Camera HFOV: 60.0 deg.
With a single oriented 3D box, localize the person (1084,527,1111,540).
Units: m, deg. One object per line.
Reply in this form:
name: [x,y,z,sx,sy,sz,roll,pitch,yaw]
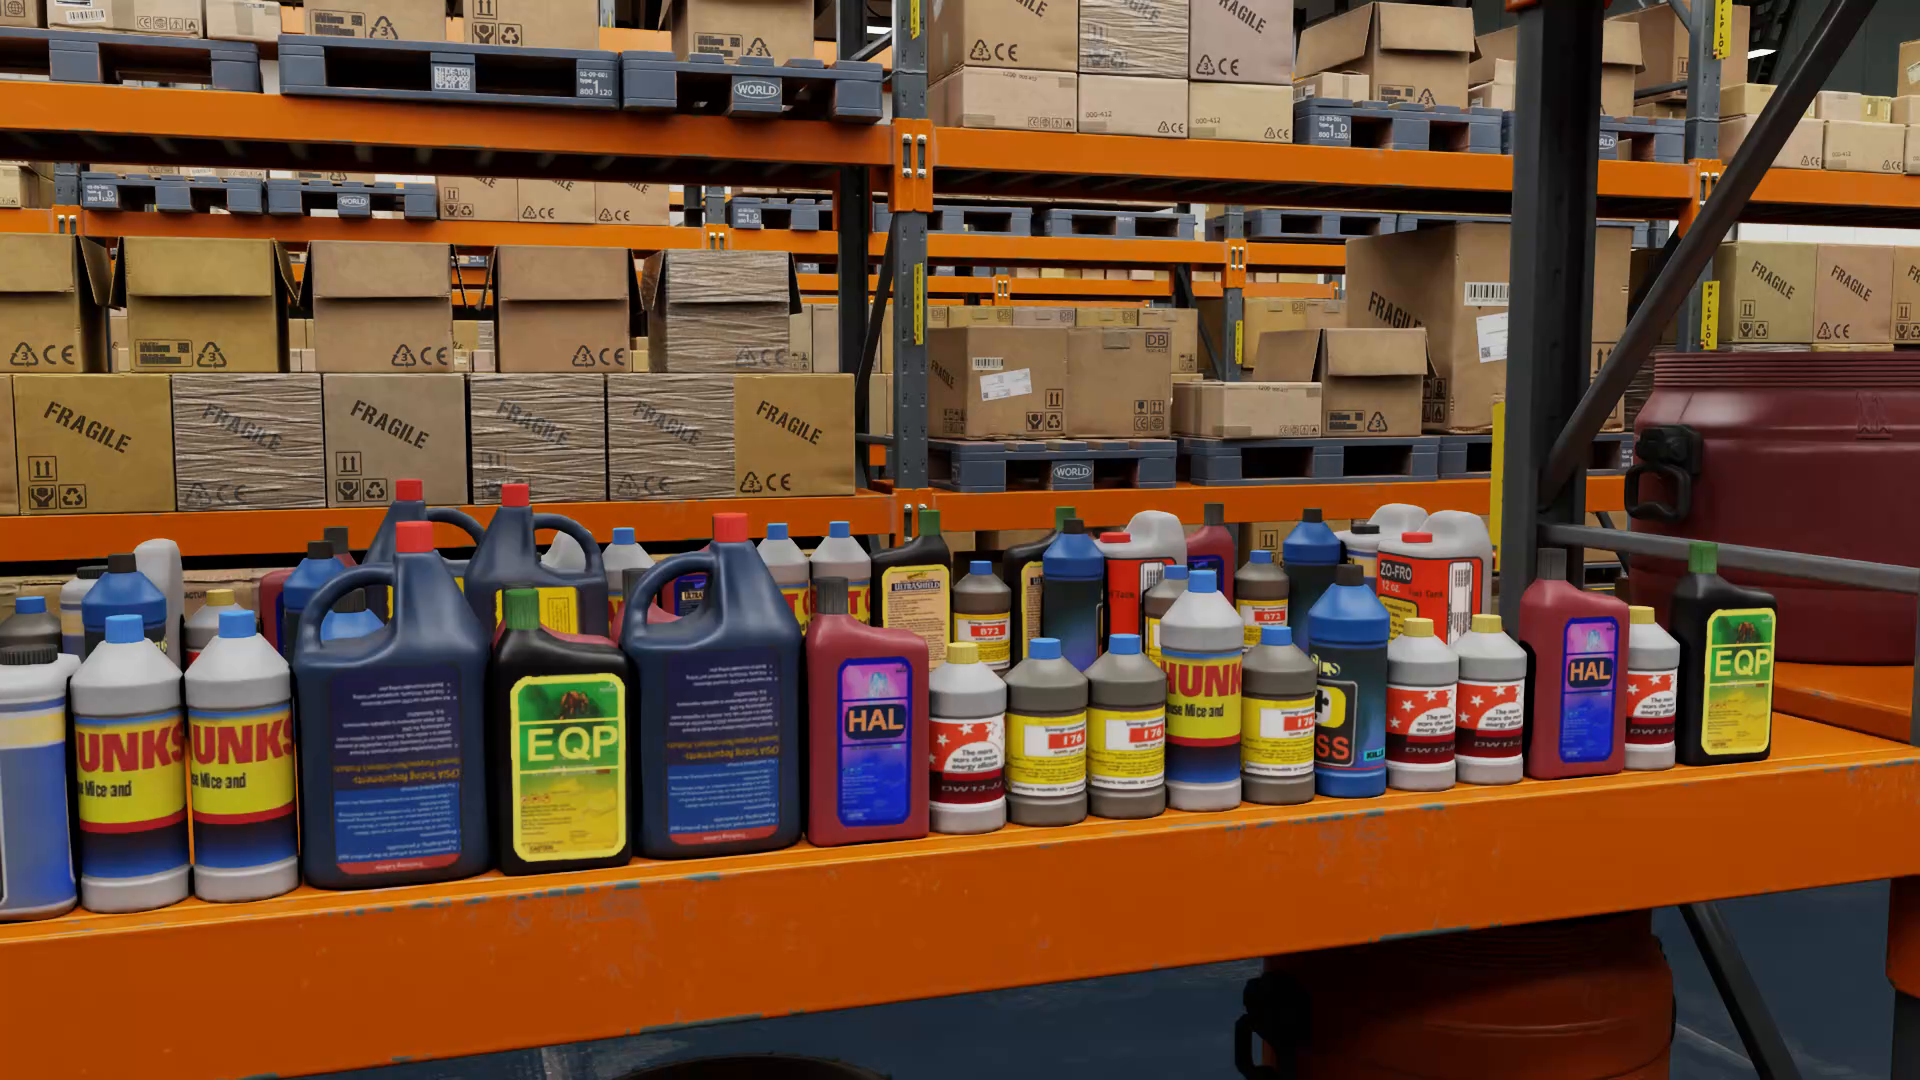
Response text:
person: [0.798,-0.030,9.611,0.660,1.715,0.552,0,6,1]
